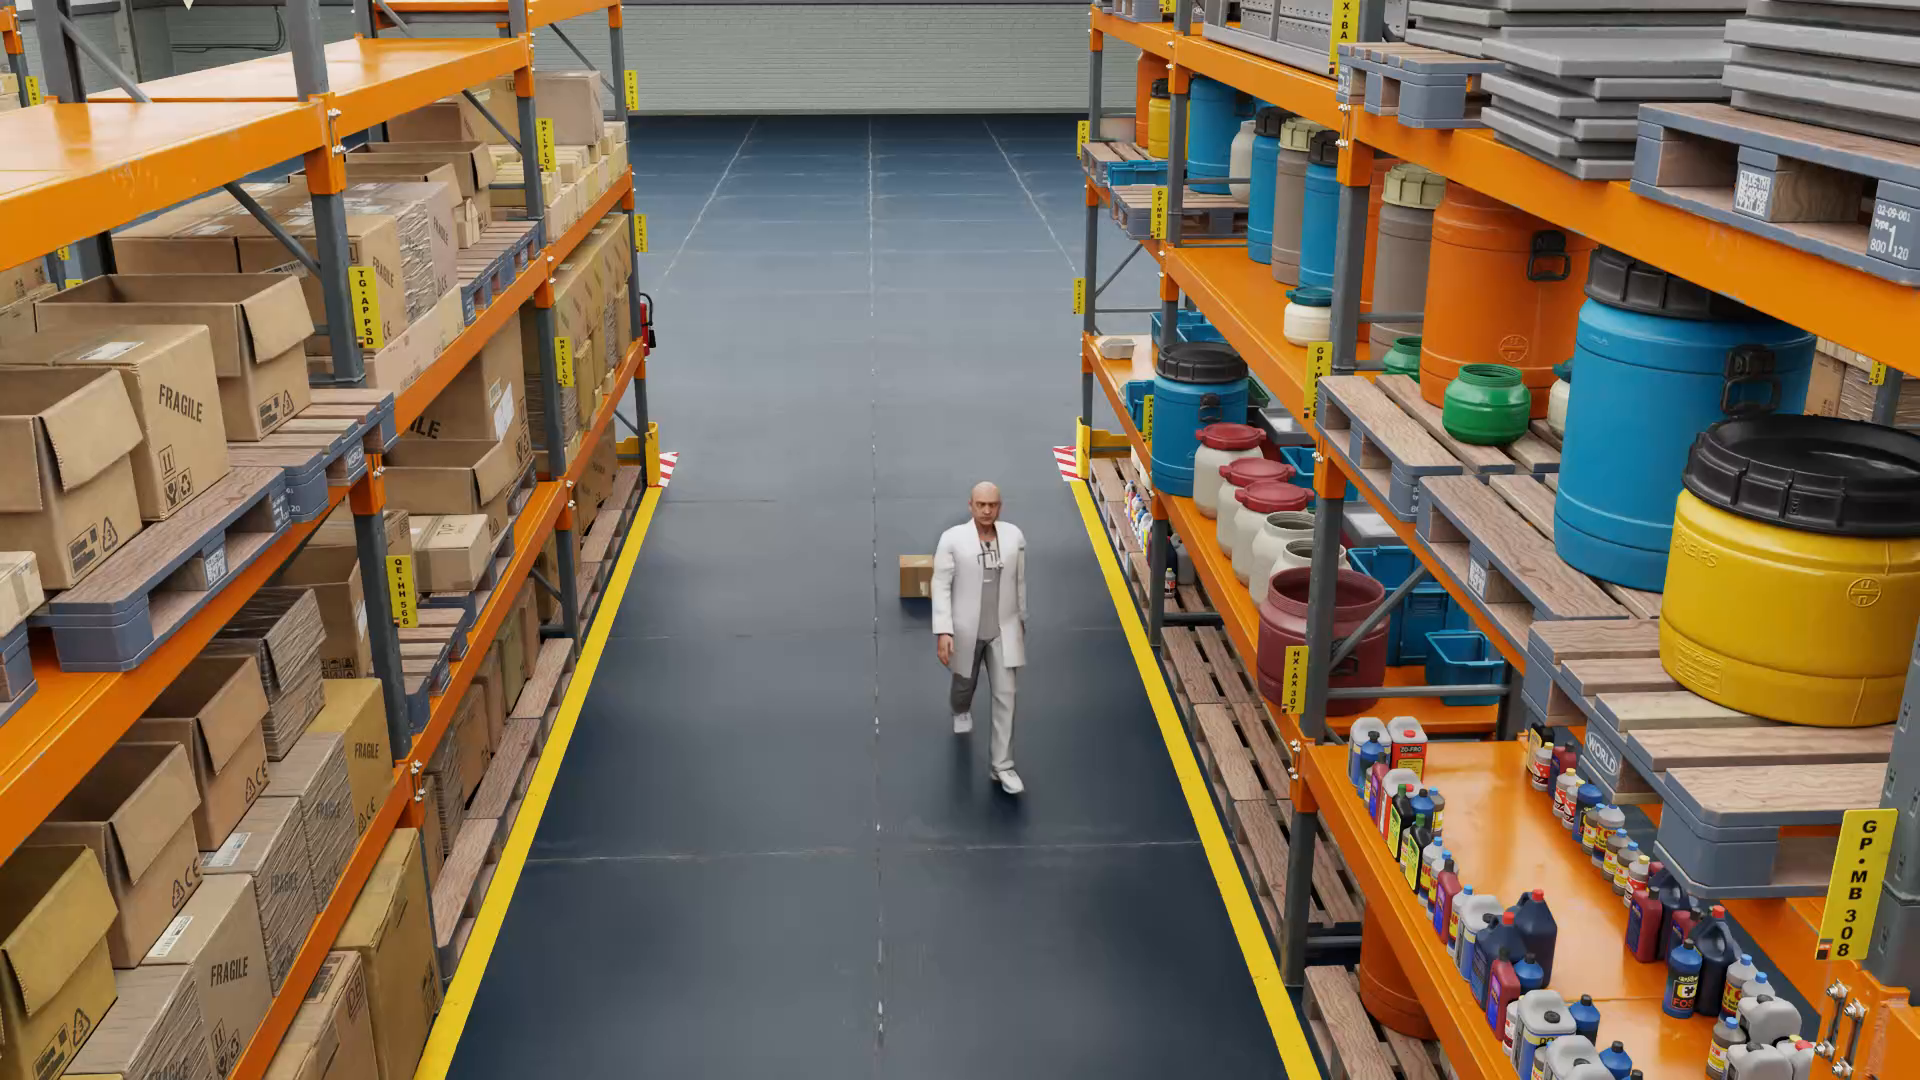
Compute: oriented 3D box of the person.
[{"bbox_3d":[0.126,0.507,9.705,0.611,1.735,1.088,-4,20,-10],"label":"person"}]
